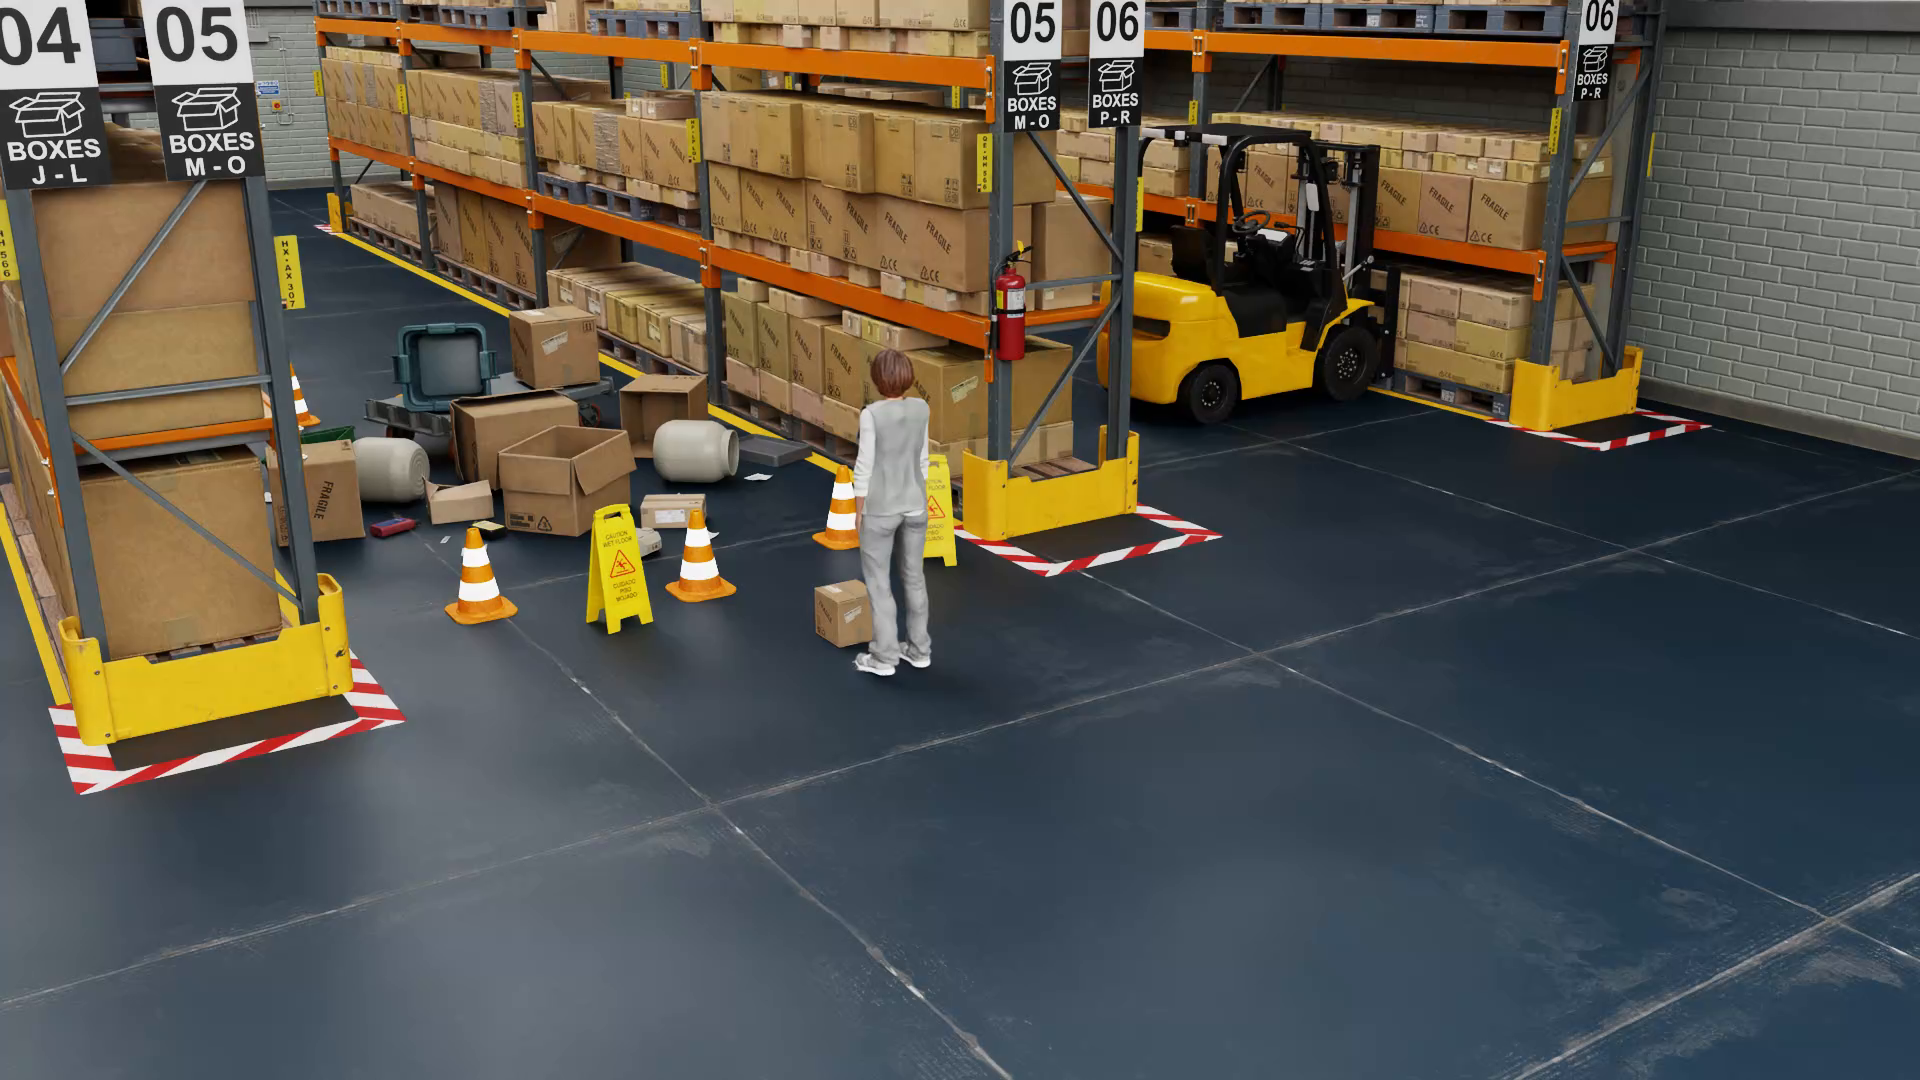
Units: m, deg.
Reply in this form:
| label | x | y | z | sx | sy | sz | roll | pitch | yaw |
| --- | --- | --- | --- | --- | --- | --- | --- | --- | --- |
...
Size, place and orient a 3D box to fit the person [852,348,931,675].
| label | x | y | z | sx | sy | sz | roll | pitch | yaw |
| --- | --- | --- | --- | --- | --- | --- | --- | --- | --- |
| person | -0.330 | -0.124 | 7.972 | 0.406 | 1.585 | 0.308 | -11 | 21 | -30 |
